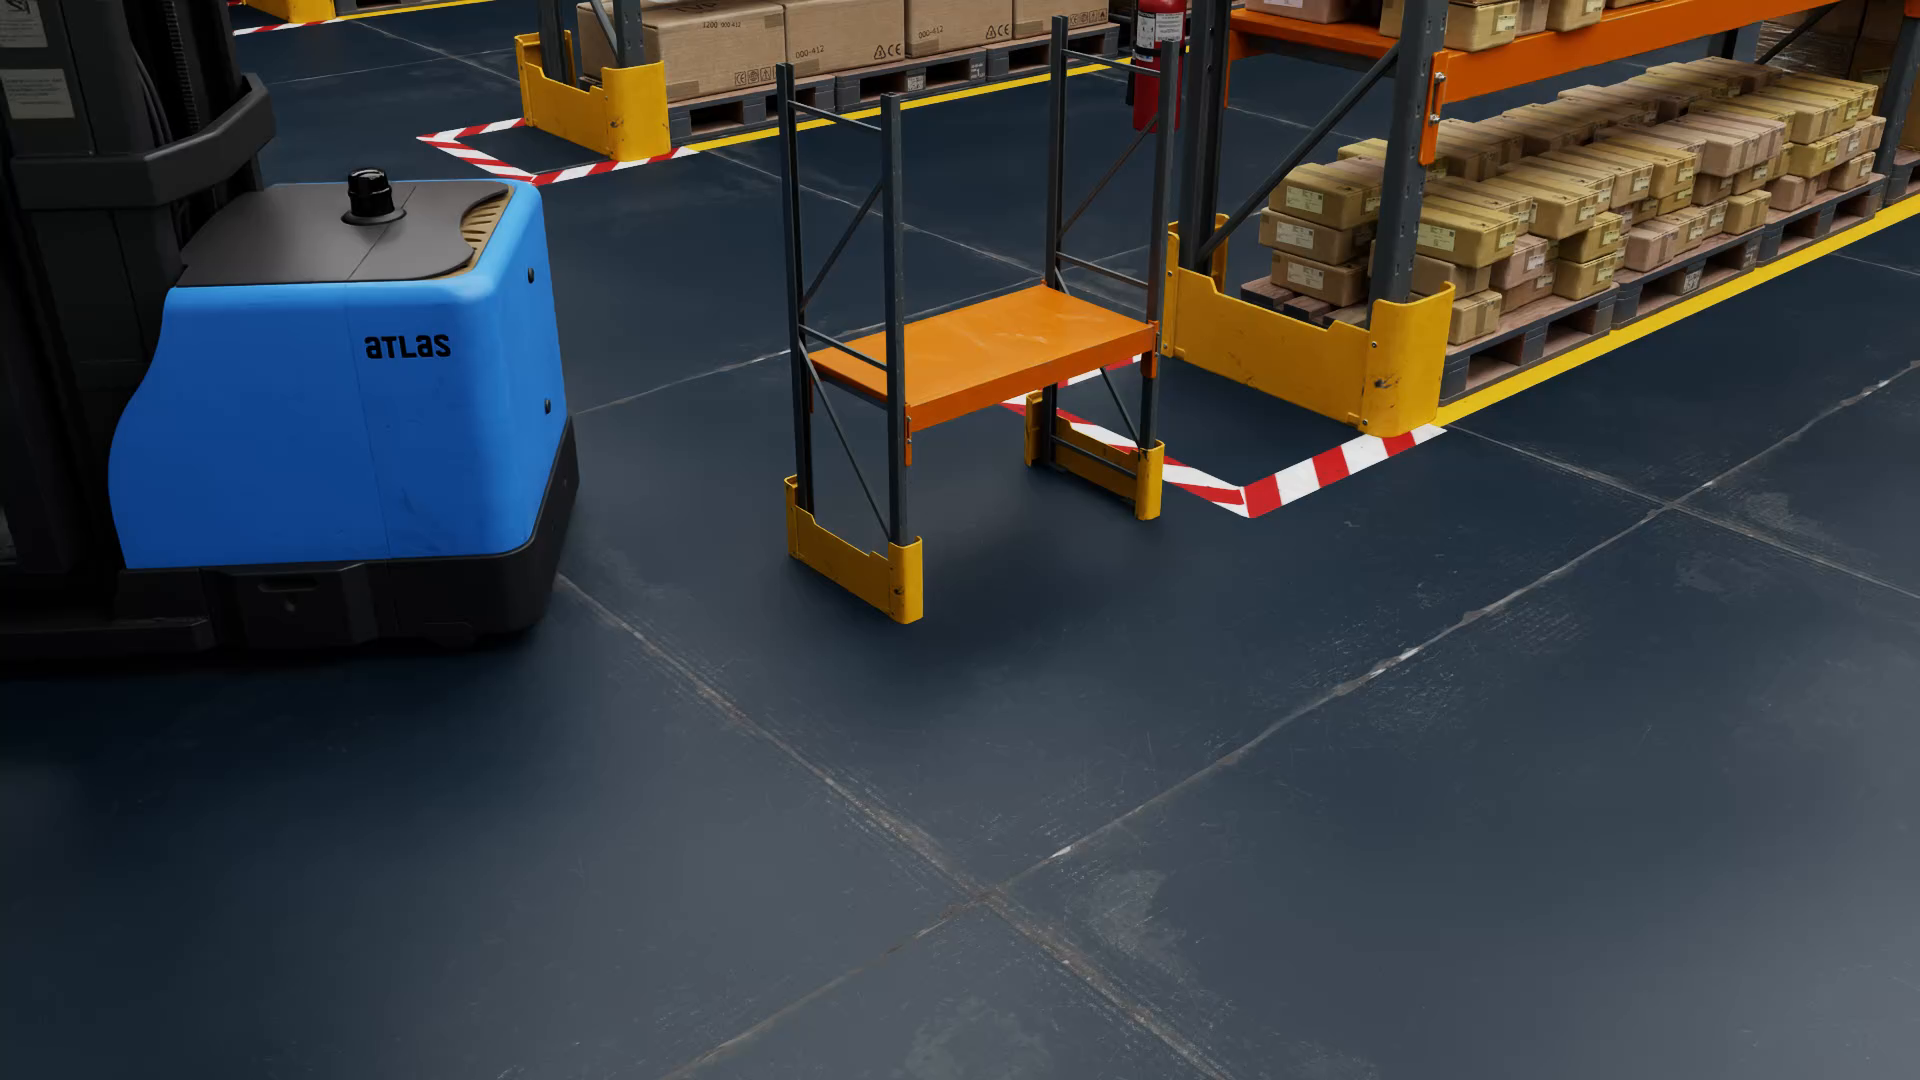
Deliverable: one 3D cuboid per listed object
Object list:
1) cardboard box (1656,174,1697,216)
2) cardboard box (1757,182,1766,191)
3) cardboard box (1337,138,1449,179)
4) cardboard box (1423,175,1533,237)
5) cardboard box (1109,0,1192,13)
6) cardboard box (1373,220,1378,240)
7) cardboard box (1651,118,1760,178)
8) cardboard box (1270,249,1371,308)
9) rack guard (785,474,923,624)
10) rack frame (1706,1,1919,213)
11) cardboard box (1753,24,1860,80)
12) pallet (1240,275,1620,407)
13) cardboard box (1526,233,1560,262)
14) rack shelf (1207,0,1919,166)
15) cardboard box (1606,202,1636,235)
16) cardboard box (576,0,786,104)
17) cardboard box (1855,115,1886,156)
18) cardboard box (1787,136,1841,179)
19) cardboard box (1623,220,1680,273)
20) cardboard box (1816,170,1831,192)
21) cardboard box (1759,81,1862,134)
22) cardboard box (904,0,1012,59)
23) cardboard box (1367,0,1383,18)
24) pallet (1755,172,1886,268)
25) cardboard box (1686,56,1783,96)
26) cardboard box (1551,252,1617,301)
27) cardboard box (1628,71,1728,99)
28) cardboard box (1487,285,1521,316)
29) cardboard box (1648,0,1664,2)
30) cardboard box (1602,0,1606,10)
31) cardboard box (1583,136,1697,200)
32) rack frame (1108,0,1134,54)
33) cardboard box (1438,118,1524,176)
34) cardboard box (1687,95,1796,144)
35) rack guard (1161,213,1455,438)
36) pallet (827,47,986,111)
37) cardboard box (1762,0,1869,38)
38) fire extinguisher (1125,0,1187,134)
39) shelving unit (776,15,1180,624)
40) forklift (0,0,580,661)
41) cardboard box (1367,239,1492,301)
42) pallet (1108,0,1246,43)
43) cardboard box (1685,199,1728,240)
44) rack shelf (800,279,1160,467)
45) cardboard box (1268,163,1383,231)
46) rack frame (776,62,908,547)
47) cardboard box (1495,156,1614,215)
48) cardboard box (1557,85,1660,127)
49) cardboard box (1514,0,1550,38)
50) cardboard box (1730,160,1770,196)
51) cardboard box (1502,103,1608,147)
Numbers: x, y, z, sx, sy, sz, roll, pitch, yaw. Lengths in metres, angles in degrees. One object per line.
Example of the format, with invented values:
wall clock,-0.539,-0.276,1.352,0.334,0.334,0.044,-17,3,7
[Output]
cardboard box,2.943,-1.541,7.215,0.250,0.149,0.380,-20,34,-33
cardboard box,3.482,-1.631,7.698,0.250,0.149,0.380,-23,36,-36
cardboard box,1.788,-1.536,6.890,0.250,0.149,0.380,-23,36,-36
cardboard box,1.957,-1.268,6.388,0.250,0.149,0.380,-21,35,-34
cardboard box,1.379,-4.346,12.009,0.875,0.875,0.875,-21,34,-33
cardboard box,1.656,-1.295,6.755,0.250,0.149,0.380,-23,36,-36
cardboard box,3.203,-1.698,7.193,0.250,0.149,0.380,-23,36,-37
cardboard box,1.471,-1.076,6.659,0.250,0.149,0.380,-21,35,-34
rack guard,-0.321,0.019,4.950,0.087,0.250,0.587,-22,35,-35
rack frame,4.249,-3.136,7.935,0.127,3.000,1.000,-22,35,-35
cardboard box,4.649,-2.535,9.018,0.500,0.500,0.500,-23,36,-36
pallet,1.905,-0.941,6.787,1.213,0.211,1.003,-22,35,-35
cardboard box,2.145,-1.209,6.594,0.250,0.149,0.380,-21,35,-34
rack shelf,2.728,-2.206,6.959,4.000,0.370,1.077,-22,35,-35
cardboard box,2.551,-1.364,6.884,0.250,0.149,0.380,-24,36,-37
cardboard box,-1.646,-2.949,9.858,0.875,0.438,0.875,-23,36,-37
cardboard box,4.216,-1.984,8.044,0.250,0.149,0.380,-21,35,-34
cardboard box,3.826,-1.809,7.716,0.250,0.149,0.380,-23,36,-37
cardboard box,2.787,-1.269,7.022,0.250,0.149,0.380,-24,36,-37
cardboard box,3.920,-1.772,7.962,0.250,0.149,0.380,-21,34,-34
cardboard box,3.979,-2.031,7.816,0.250,0.149,0.380,-21,35,-34
cardboard box,-0.268,-3.507,10.903,0.875,0.438,0.875,-23,36,-36
cardboard box,1.484,-2.065,6.198,0.250,0.149,0.380,-22,35,-35
pallet,3.761,-1.688,8.184,1.213,0.211,1.003,-22,35,-35
cardboard box,3.853,-2.295,8.309,0.250,0.149,0.380,-20,34,-33
cardboard box,2.409,-1.112,6.728,0.250,0.149,0.380,-21,35,-34
cardboard box,3.444,-2.137,8.014,0.250,0.149,0.380,-22,35,-36
cardboard box,1.959,-0.995,6.508,0.250,0.149,0.380,-22,35,-35
cardboard box,2.608,-2.206,6.463,0.250,0.149,0.380,-23,36,-36
cardboard box,2.180,-2.067,6.202,0.250,0.149,0.380,-20,34,-33
cardboard box,2.814,-1.550,6.916,0.250,0.149,0.380,-21,35,-34
rack frame,0.960,-4.880,11.198,0.127,3.000,1.000,-22,35,-35
cardboard box,2.194,-1.695,7.187,0.250,0.149,0.380,-20,34,-33
cardboard box,3.546,-1.901,7.573,0.250,0.149,0.380,-21,34,-33
rack guard,1.264,-0.833,6.278,0.348,0.500,1.175,-22,35,-35
pallet,-0.598,-3.070,10.771,1.213,0.211,1.003,-22,35,-35
cardboard box,4.652,-2.868,8.844,0.500,0.250,0.500,-23,36,-36
fire extinguisher,0.715,-1.802,5.917,0.183,0.674,0.296,-22,35,-35
shelving unit,0.058,-0.685,4.940,1.083,1.500,0.587,-22,35,-35
forklift,-2.722,-1.162,4.314,3.031,2.935,1.130,-2,28,-4
cardboard box,1.772,-1.039,6.276,0.250,0.149,0.380,-20,34,-33
pallet,1.498,-3.913,12.348,1.213,0.211,1.003,-22,35,-35
cardboard box,3.143,-1.449,7.358,0.250,0.149,0.380,-21,35,-34
rack shelf,0.065,-0.529,5.030,1.000,0.185,0.538,-22,35,-35
cardboard box,1.445,-1.355,6.551,0.250,0.149,0.380,-21,35,-34
rack frame,-0.322,-0.532,4.654,0.032,1.500,0.500,-22,35,-35
cardboard box,2.367,-1.405,6.644,0.250,0.149,0.380,-24,36,-37
cardboard box,3.014,-2.000,7.758,0.250,0.149,0.380,-21,35,-34
cardboard box,1.832,-1.875,5.843,0.250,0.149,0.380,-20,34,-33
cardboard box,3.390,-1.682,7.479,0.250,0.149,0.380,-21,35,-34
cardboard box,2.647,-1.826,7.432,0.250,0.149,0.380,-22,35,-35
